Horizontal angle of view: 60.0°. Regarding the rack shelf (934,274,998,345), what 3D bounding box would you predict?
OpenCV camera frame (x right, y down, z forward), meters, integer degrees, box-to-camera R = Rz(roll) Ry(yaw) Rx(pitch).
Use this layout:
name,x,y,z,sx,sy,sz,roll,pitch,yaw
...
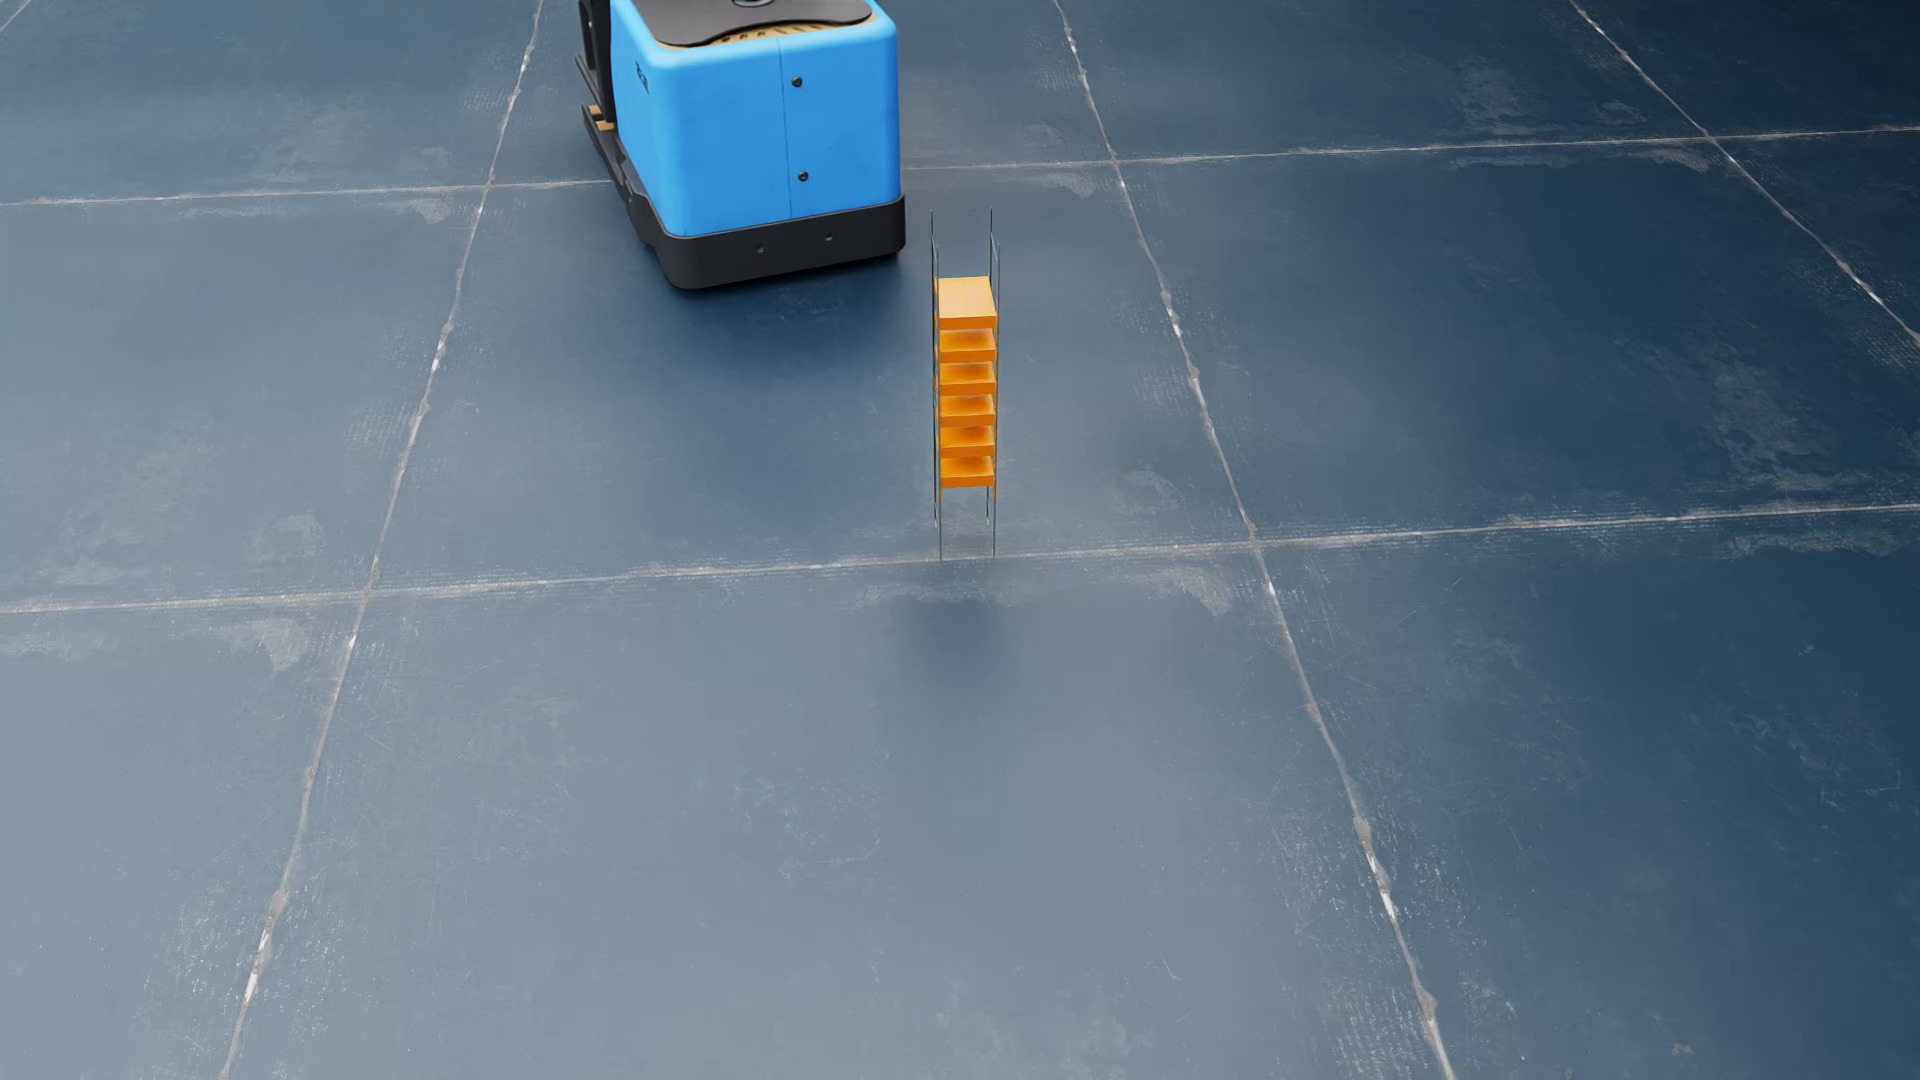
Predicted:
name,x,y,z,sx,sy,sz,roll,pitch,yaw
rack shelf,0.014,-0.720,5.184,0.180,0.103,0.258,-3,38,-4

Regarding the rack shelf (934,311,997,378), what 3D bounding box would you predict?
name,x,y,z,sx,sy,sz,roll,pitch,yaw
rack shelf,0.014,-0.625,5.258,0.180,0.103,0.258,-3,38,-4

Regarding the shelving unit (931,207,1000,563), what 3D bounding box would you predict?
name,x,y,z,sx,sy,sz,roll,pitch,yaw
shelving unit,0.014,-0.472,5.379,0.189,1.200,0.258,-3,38,-4

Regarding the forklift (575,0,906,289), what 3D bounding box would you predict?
name,x,y,z,sx,sy,sz,roll,pitch,yaw
forklift,-1.233,-3.117,7.334,1.130,2.935,3.031,-13,40,-16

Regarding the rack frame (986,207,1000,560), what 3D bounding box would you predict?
name,x,y,z,sx,sy,sz,roll,pitch,yaw
rack frame,0.106,-0.477,5.386,0.006,1.200,0.240,-3,38,-4

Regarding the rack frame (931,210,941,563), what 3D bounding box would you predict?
name,x,y,z,sx,sy,sz,roll,pitch,yaw
rack frame,-0.077,-0.467,5.373,0.006,1.200,0.240,-3,38,-4

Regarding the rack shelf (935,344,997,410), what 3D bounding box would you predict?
name,x,y,z,sx,sy,sz,roll,pitch,yaw
rack shelf,0.014,-0.531,5.333,0.180,0.103,0.258,-3,38,-4

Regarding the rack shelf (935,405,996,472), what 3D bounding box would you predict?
name,x,y,z,sx,sy,sz,roll,pitch,yaw
rack shelf,0.014,-0.343,5.481,0.180,0.103,0.258,-3,38,-4

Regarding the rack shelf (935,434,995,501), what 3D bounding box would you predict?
name,x,y,z,sx,sy,sz,roll,pitch,yaw
rack shelf,0.014,-0.249,5.556,0.180,0.103,0.258,-3,38,-4

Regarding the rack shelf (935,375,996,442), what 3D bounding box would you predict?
name,x,y,z,sx,sy,sz,roll,pitch,yaw
rack shelf,0.014,-0.437,5.407,0.180,0.103,0.258,-3,38,-4
